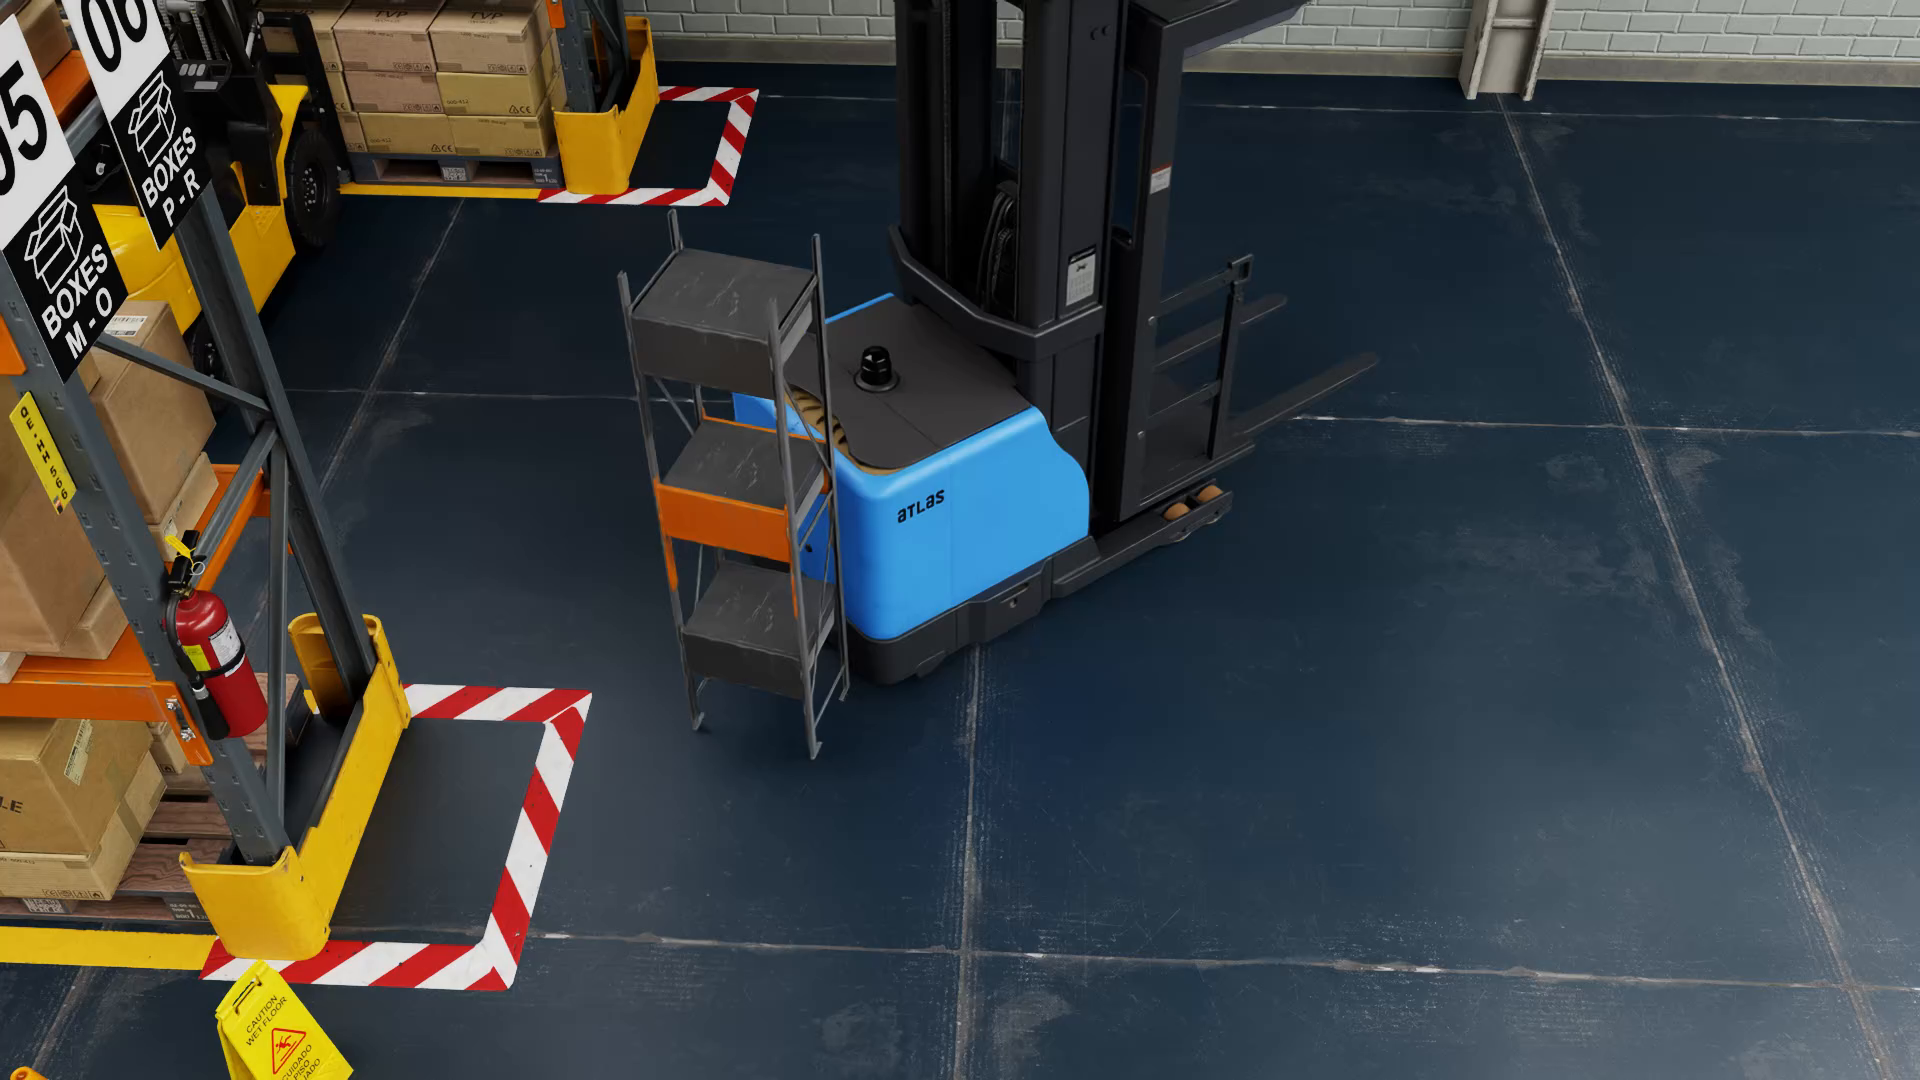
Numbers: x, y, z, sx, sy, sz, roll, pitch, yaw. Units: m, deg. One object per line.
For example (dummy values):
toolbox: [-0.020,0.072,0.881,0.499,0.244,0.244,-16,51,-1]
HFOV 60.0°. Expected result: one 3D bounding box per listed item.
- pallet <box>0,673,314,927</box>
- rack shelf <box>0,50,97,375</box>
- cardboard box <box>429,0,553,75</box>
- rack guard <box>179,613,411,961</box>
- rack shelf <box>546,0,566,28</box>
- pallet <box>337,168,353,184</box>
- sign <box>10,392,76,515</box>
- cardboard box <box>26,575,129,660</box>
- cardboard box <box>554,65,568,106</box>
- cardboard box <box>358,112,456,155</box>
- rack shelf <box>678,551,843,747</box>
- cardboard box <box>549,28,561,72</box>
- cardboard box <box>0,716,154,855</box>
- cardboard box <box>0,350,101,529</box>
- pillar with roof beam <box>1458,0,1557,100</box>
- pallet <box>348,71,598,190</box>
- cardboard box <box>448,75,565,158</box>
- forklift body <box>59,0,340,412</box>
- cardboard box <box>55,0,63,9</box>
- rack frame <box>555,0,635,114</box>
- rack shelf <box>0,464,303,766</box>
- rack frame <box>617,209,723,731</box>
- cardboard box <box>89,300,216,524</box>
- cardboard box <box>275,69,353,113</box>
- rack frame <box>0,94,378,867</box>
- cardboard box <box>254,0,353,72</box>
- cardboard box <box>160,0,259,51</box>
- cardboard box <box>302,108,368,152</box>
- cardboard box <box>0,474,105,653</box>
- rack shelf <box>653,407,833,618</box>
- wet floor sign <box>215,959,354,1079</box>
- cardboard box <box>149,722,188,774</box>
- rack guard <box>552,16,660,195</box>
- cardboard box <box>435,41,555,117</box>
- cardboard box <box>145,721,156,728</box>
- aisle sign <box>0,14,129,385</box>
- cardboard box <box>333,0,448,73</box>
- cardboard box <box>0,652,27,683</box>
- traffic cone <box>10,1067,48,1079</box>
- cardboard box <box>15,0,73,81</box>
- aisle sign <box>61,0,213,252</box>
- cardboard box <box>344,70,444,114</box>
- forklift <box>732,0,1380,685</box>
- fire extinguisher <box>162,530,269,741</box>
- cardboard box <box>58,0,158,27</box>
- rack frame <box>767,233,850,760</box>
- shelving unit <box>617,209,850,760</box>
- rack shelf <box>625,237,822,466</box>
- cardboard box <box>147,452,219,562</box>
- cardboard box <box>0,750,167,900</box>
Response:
pallet: [-3.154,0.915,6.113,1.213,0.211,1.003,2,43,2]
rack shelf: [-4.266,-0.950,4.396,4.000,0.370,1.077,2,43,2]
cardboard box: [-2.523,-2.750,8.976,0.500,0.250,0.500,3,43,3]
rack guard: [-2.344,0.858,5.962,0.348,0.500,1.175,2,43,2]
rack shelf: [-4.047,-3.233,9.047,4.000,0.370,1.077,2,43,2]
pallet: [-4.030,-2.448,9.723,1.213,0.211,1.003,2,43,2]
sign: [-2.313,-0.216,4.200,0.005,0.325,0.100,2,43,2]
cardboard box: [-2.652,0.172,5.049,0.250,0.149,0.380,3,43,3]
cardboard box: [-2.530,-2.730,9.689,0.500,0.250,0.500,2,43,2]
cardboard box: [-3.029,-2.403,9.338,0.500,0.250,0.500,2,43,2]
rack shelf: [-0.738,0.414,6.312,0.480,0.518,0.431,12,44,13]
cardboard box: [-2.509,-2.921,9.527,0.500,0.250,0.500,2,43,3]
cardboard box: [-3.081,0.677,5.482,0.500,0.500,0.500,2,43,2]
cardboard box: [-2.789,-0.433,4.489,0.500,0.500,0.700,1,43,1]
pillar with roof beam: [3.096,-3.149,4.028,0.400,9.000,9.100,2,43,2]
pallet: [-2.814,-2.409,9.681,1.213,0.211,1.003,2,43,2]
cardboard box: [-2.532,-2.381,9.315,0.500,0.250,0.500,2,43,2]
forklift body: [-4.025,-1.940,7.754,1.214,2.155,2.313,2,43,2]
cardboard box: [-5.065,-2.819,9.052,0.500,0.250,0.500,2,43,2]
rack frame: [-2.049,-3.434,8.736,0.127,3.000,1.000,2,43,2]
rack shelf: [-4.266,0.148,5.419,4.000,0.370,1.077,2,43,2]
rack frame: [-0.971,-0.157,5.878,0.015,2.100,0.400,12,44,13]
cardboard box: [-2.729,-0.403,5.191,0.500,0.500,0.500,1,43,1]
cardboard box: [-3.566,-2.591,9.173,0.500,0.250,0.500,1,43,1]
rack frame: [-2.268,-0.054,5.108,0.127,3.000,1.000,2,43,2]
cardboard box: [-3.538,-2.770,8.998,0.500,0.250,0.500,2,43,2]
cardboard box: [-4.043,-2.791,9.021,0.500,0.250,0.500,1,43,1]
cardboard box: [-3.528,-2.424,9.361,0.500,0.250,0.500,2,43,2]
cardboard box: [-2.823,-0.029,4.789,0.500,0.500,0.500,1,43,1]
rack shelf: [-0.738,-0.098,5.835,0.480,0.518,0.431,12,44,13]
wet floor sign: [-2.127,1.542,5.122,0.232,0.644,0.267,16,45,16]
cardboard box: [-3.062,0.585,6.130,0.500,0.250,0.500,1,43,2]
rack guard: [-2.025,-2.519,9.587,0.348,0.500,1.175,2,43,2]
cardboard box: [-2.549,-2.567,9.147,0.500,0.250,0.500,1,43,1]
cardboard box: [-3.086,0.310,5.875,0.500,0.500,0.500,0,43,0]
aisle sign: [-2.220,-0.806,4.008,0.004,0.787,0.394,2,43,2]
cardboard box: [-3.033,-2.761,8.989,0.500,0.250,0.500,2,43,3]
cardboard box: [-2.910,0.240,4.976,0.250,0.149,0.380,1,43,1]
traffic cone: [-2.756,1.739,5.044,0.334,0.463,0.336,2,43,2]
cardboard box: [-2.585,-1.291,4.419,0.250,0.149,0.380,2,43,2]
aisle sign: [-2.193,-1.215,4.446,0.004,0.787,0.394,2,43,2]
cardboard box: [-3.049,-2.590,9.172,0.500,0.250,0.500,1,43,1]
forklift: [0.577,-1.328,6.525,3.031,2.935,1.130,-27,49,-26]
fire extinguisher: [-2.175,0.291,4.793,0.183,0.674,0.296,2,43,2]
cardboard box: [-4.567,-2.812,9.044,0.500,0.250,0.500,3,43,3]
rack frame: [-0.505,-0.059,5.772,0.015,2.100,0.400,12,44,13]
shelving unit: [-0.738,-0.108,5.825,0.503,2.100,0.431,12,44,13]
rack shelf: [-0.738,-0.610,5.357,0.480,0.518,0.431,12,44,13]
cardboard box: [-2.598,-0.114,5.356,0.250,0.149,0.380,2,43,2]
cardboard box: [-3.112,0.956,5.733,0.500,0.250,0.500,2,43,2]
